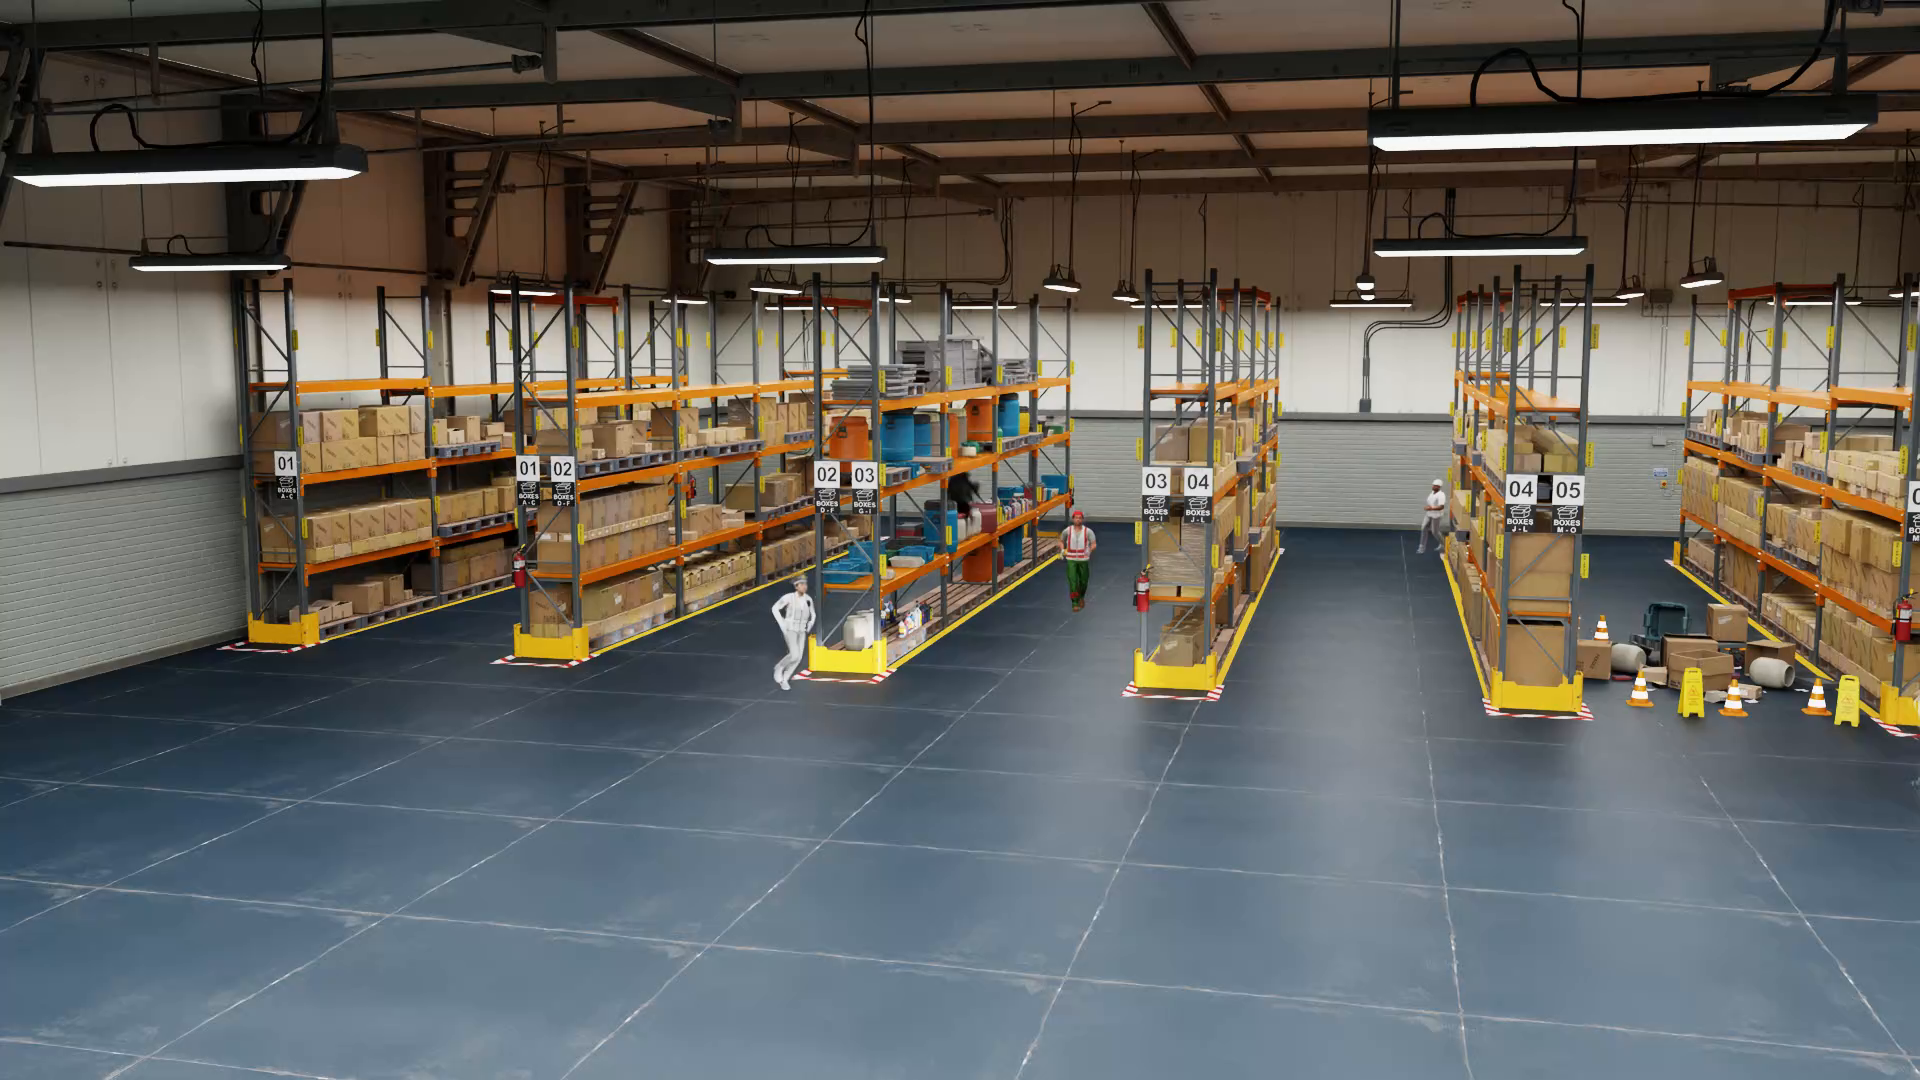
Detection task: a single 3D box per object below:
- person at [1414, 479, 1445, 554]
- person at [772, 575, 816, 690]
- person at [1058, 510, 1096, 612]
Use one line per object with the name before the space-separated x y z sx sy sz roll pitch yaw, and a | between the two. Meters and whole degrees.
person | 11.173 -0.538 39.056 0.822 1.781 0.703 -2 7 -18
person | -2.351 1.328 24.022 0.606 1.659 0.506 -5 9 -37
person | 2.046 0.361 29.065 0.661 1.759 0.698 0 7 4
